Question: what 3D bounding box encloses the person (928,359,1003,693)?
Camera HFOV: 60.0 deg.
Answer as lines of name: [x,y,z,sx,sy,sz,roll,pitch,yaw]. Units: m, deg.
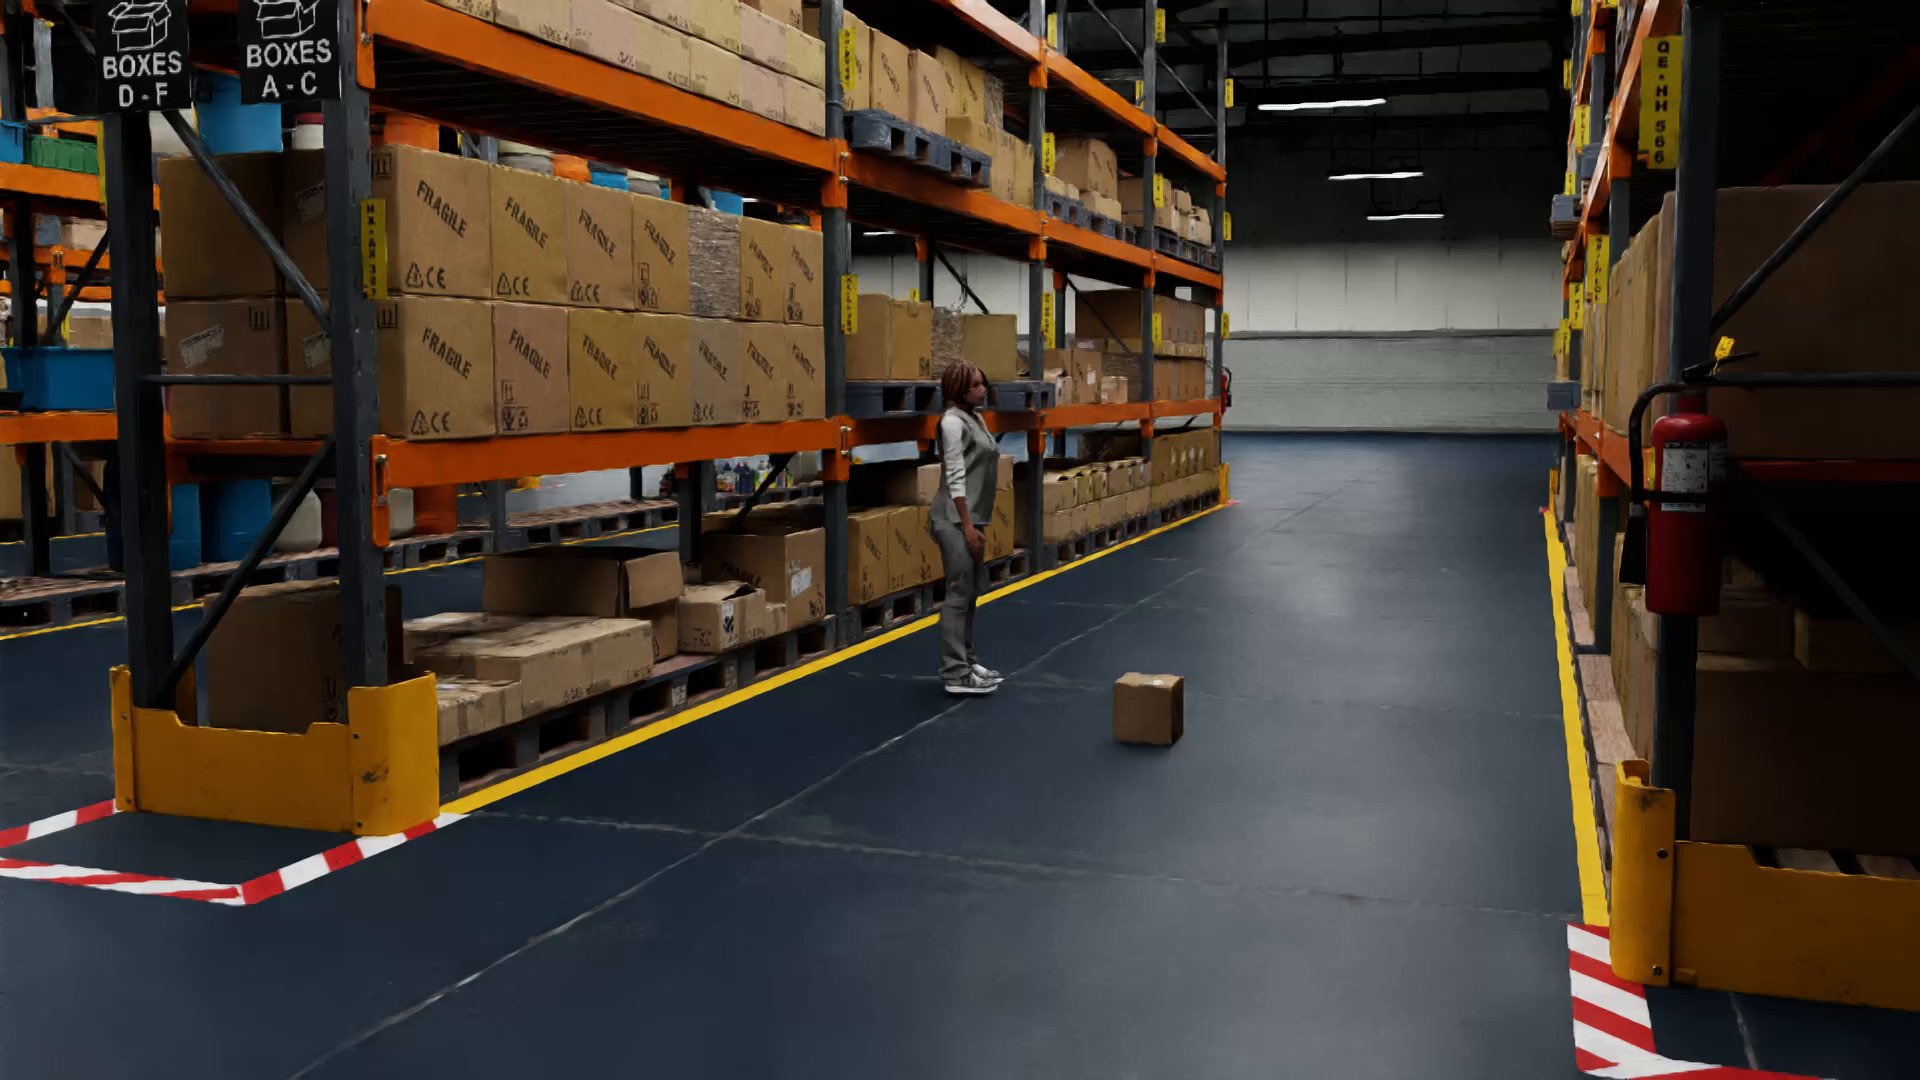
person: [0.033,-0.068,8.032,0.341,1.600,0.447,2,6,17]
